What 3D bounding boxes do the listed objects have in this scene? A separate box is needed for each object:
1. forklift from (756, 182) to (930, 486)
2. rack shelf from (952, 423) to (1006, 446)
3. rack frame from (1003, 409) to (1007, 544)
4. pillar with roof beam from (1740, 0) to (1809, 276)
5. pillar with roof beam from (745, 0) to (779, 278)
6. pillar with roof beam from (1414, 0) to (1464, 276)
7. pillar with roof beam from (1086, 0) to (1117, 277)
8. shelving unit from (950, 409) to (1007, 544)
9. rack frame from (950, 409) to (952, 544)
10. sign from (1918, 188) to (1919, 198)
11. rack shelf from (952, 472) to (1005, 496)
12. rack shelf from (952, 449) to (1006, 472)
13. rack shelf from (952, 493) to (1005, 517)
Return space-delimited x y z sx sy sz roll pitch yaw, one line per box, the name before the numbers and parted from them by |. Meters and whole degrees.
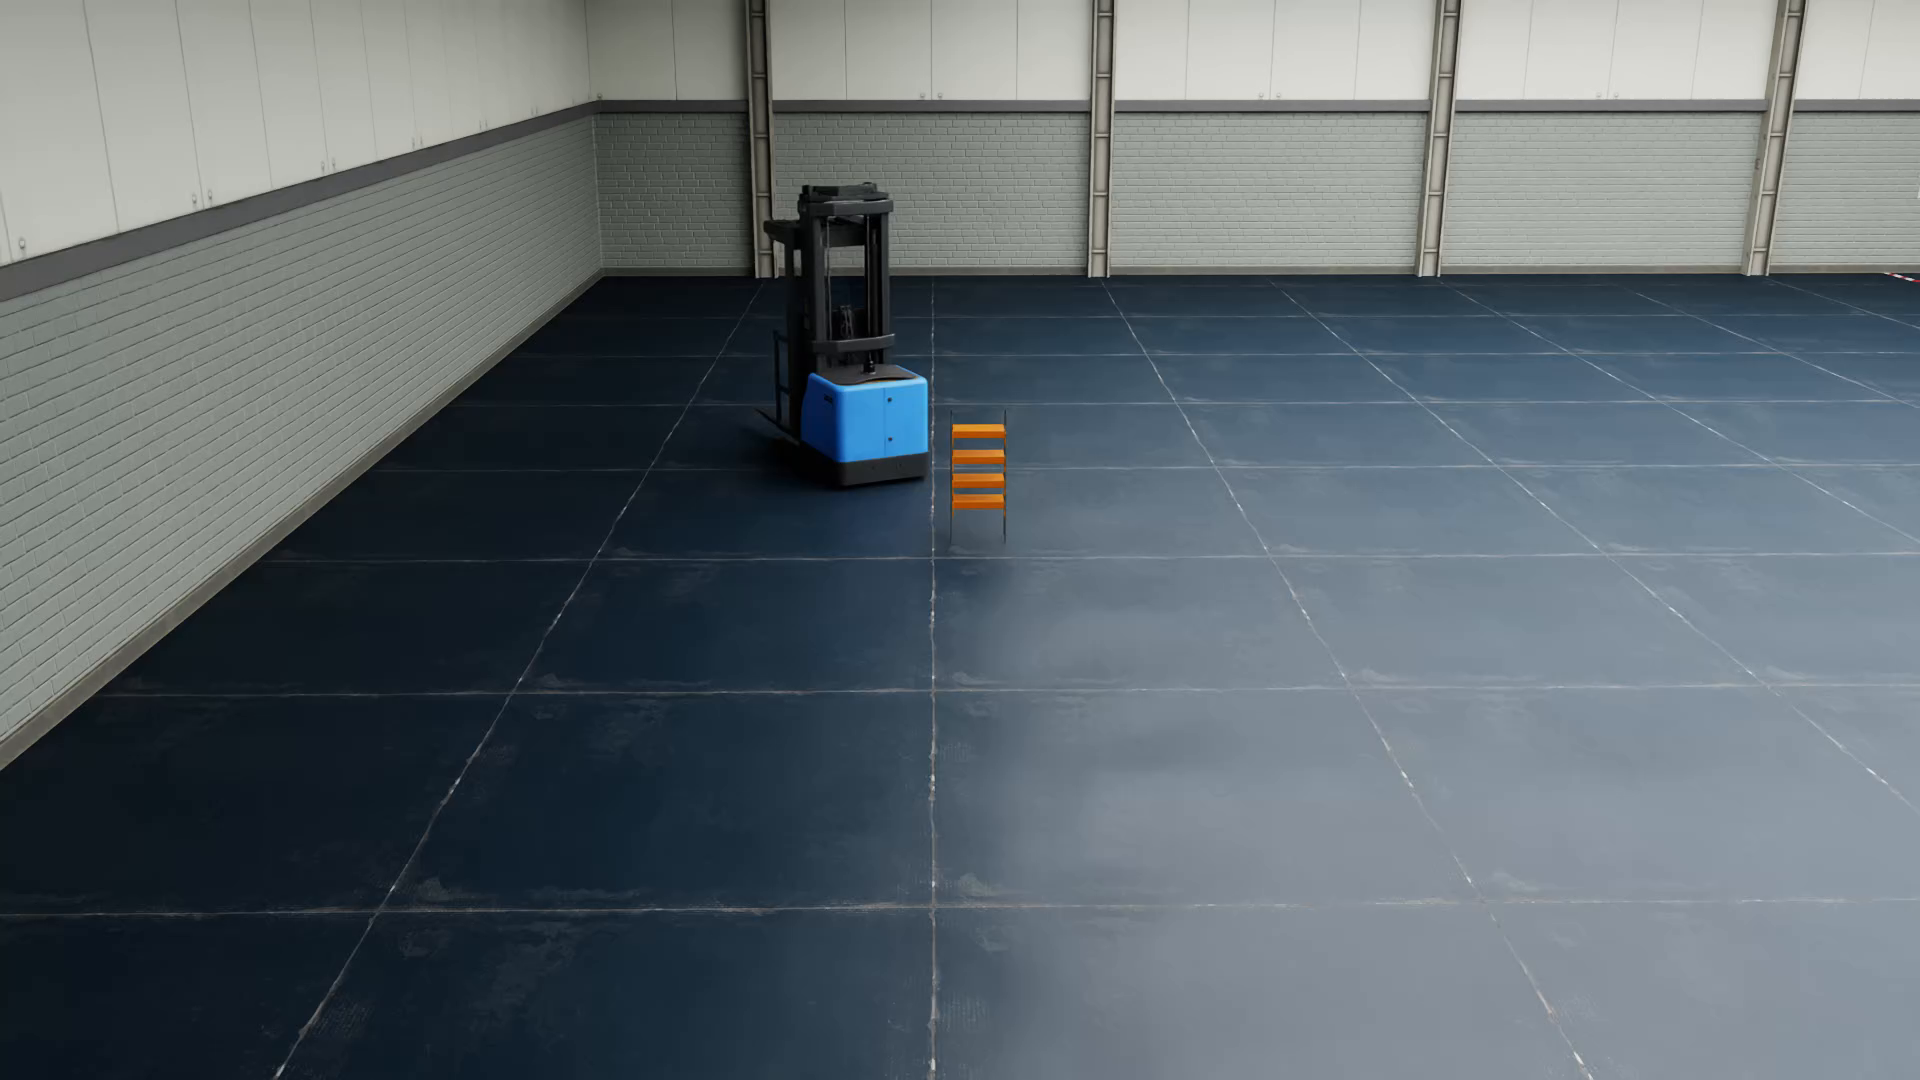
forklift | -1.410 -2.348 17.771 1.130 2.935 3.031 -8 20 -25
rack shelf | 0.165 -0.946 14.949 0.480 0.148 0.258 0 18 -1
rack frame | 0.409 -0.573 15.073 0.015 1.200 0.240 0 18 -1
pillar with roof beam | 14.573 -7.823 24.906 0.400 9.000 9.100 0 18 -1
pillar with roof beam | -3.425 -7.737 24.635 0.400 9.000 9.100 0 18 -1
pillar with roof beam | 8.574 -7.794 24.816 0.400 9.000 9.100 0 18 -1
pillar with roof beam | 2.574 -7.766 24.726 0.400 9.000 9.100 0 18 -1
shelving unit | 0.165 -0.572 15.069 0.503 1.200 0.258 0 18 -1
rack frame | -0.078 -0.571 15.066 0.015 1.200 0.240 0 18 -1
sign | 17.478 -6.356 30.095 0.234 0.329 0.001 0 18 -1
rack shelf | 0.165 -0.508 15.090 0.480 0.148 0.258 0 18 -1
rack shelf | 0.165 -0.721 15.021 0.480 0.148 0.258 0 18 -1
rack shelf | 0.165 -0.319 15.150 0.480 0.148 0.258 0 18 -1
